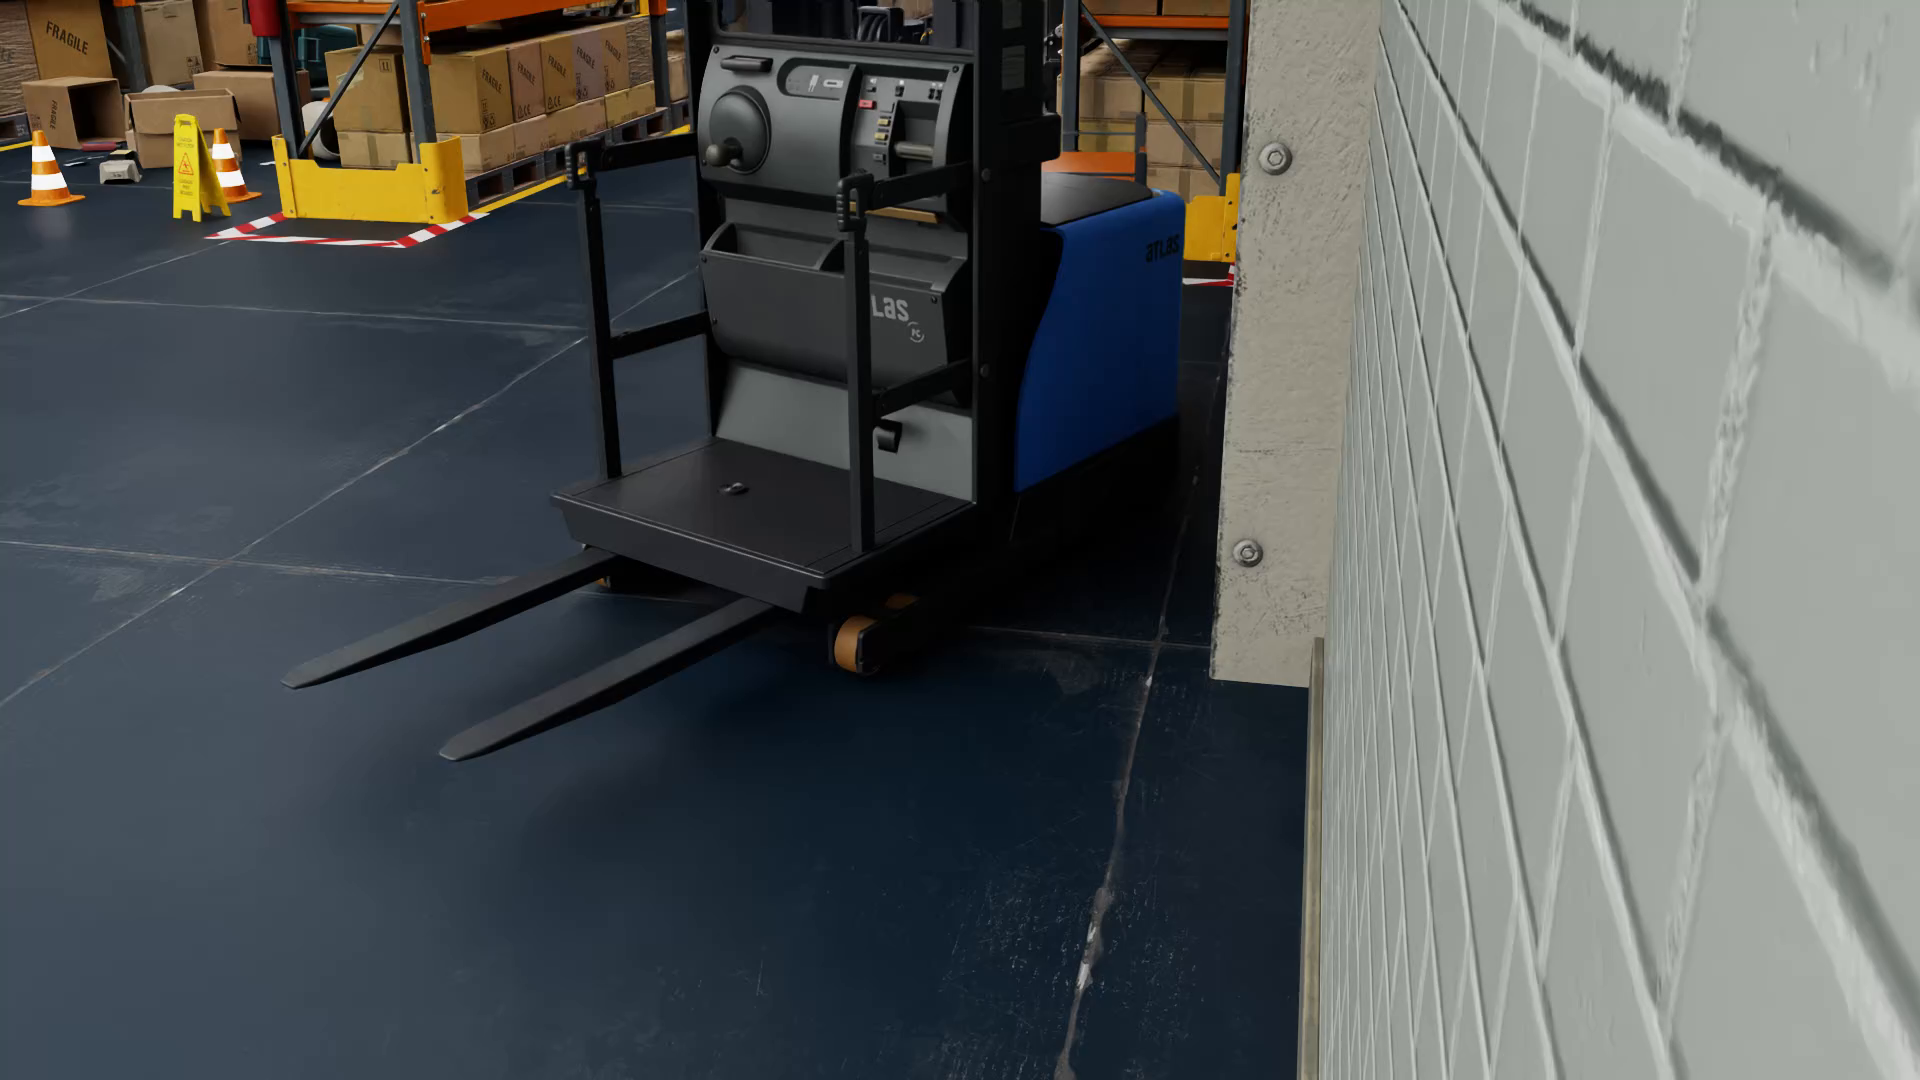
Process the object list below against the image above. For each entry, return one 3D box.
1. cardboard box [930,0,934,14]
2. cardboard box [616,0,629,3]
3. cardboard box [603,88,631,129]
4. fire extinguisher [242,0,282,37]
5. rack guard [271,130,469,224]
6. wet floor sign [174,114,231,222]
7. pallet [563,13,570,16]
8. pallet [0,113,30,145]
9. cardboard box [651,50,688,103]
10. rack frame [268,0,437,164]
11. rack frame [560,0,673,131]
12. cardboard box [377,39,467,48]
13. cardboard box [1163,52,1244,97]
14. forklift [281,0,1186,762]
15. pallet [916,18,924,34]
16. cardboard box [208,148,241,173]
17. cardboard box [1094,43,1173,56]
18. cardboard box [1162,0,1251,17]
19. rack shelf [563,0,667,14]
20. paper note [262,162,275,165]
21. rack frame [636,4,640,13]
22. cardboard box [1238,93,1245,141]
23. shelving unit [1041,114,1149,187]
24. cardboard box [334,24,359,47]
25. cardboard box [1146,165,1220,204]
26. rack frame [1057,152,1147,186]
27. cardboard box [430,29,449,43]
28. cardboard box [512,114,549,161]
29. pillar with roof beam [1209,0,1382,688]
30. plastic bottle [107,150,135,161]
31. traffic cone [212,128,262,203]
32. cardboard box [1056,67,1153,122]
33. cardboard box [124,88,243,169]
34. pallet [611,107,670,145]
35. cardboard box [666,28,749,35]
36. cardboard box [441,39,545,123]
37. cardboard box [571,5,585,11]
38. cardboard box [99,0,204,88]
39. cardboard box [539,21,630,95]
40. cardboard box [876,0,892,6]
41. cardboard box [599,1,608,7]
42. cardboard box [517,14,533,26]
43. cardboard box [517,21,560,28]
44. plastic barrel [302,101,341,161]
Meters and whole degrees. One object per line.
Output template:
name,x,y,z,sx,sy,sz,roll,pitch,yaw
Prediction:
cardboard box,-0.732,-7.730,23.578,0.875,0.438,0.875,5,22,12
cardboard box,-5.240,-8.210,25.158,0.380,0.149,0.250,5,23,13
cardboard box,-2.922,-3.406,13.094,0.500,0.250,0.500,4,22,9
fire extinguisher,-4.256,-3.414,10.097,0.296,0.674,0.183,4,22,11
rack guard,-3.766,-2.324,10.636,1.175,0.500,0.348,4,22,11
wet floor sign,-4.868,-2.376,10.569,0.267,0.644,0.232,13,25,29
pallet,-6.097,-7.140,22.979,1.003,0.211,1.213,4,22,11
pallet,-8.311,-3.246,13.311,1.003,0.211,1.213,4,22,11
cardboard box,-2.861,-4.087,14.621,0.950,0.372,0.625,5,22,12
rack frame,-3.782,-3.456,10.100,1.000,3.000,0.127,4,22,11
rack frame,-2.966,-4.919,13.732,1.000,3.000,0.127,4,22,11
cardboard box,-3.771,-3.227,11.646,0.500,0.500,0.500,5,23,13
cardboard box,1.572,-2.989,10.719,0.500,0.250,0.500,4,22,11
forklift,-0.505,-1.190,4.564,1.130,2.935,3.031,15,27,33
pallet,-1.102,-6.824,22.193,1.003,0.211,1.213,4,22,11
cardboard box,-5.492,-2.767,12.204,0.380,0.149,0.250,18,28,38
cardboard box,1.169,-3.212,11.273,0.500,0.250,0.500,4,22,10
cardboard box,1.451,-3.286,9.542,0.500,0.500,0.500,5,23,13
rack shelf,-2.558,-5.317,15.682,1.077,0.370,4.000,4,22,11
paper note,-5.218,-2.870,12.634,0.148,0.019,0.142,13,25,29
rack frame,-5.384,-9.648,25.474,1.000,3.000,0.127,4,22,11
cardboard box,1.586,-2.758,10.816,0.500,0.250,0.500,5,22,12
shelving unit,0.475,-1.066,6.673,0.538,1.125,1.048,2,22,5
cardboard box,-7.228,-5.658,18.015,1.050,0.750,0.750,4,22,10
cardboard box,1.370,-2.163,10.008,0.500,0.250,0.500,5,22,11
rack frame,0.424,-0.877,6.204,0.500,1.125,0.032,2,22,5
cardboard box,-3.810,-3.568,11.624,0.380,0.149,0.250,5,22,12
cardboard box,-3.235,-2.836,11.677,0.500,0.250,0.500,5,23,13
pillar with roof beam,-3.336,-4.182,3.871,9.100,9.000,0.400,4,22,11
plastic bottle,-6.452,-2.962,12.807,0.133,0.061,0.283,-3,22,-8
traffic cone,-4.957,-2.535,11.208,0.336,0.463,0.334,4,22,11
cardboard box,0.867,-2.655,9.889,0.500,0.250,0.500,5,23,13
cardboard box,-5.902,-3.134,12.640,0.797,0.503,0.637,-11,25,-26
pallet,-3.068,-3.377,13.636,1.003,0.211,1.213,4,22,11
cardboard box,-2.417,-4.882,16.594,0.950,0.372,0.625,4,22,10
cardboard box,-3.240,-3.198,11.572,0.500,0.500,0.500,4,22,9
cardboard box,-5.586,-7.644,23.752,0.380,0.149,0.250,4,22,9
cardboard box,-7.794,-4.645,15.500,1.050,0.750,0.750,4,22,11
cardboard box,-2.926,-3.763,12.977,0.500,0.500,0.500,5,22,12
cardboard box,-1.382,-6.821,20.737,0.875,0.875,0.875,5,23,13
cardboard box,-5.407,-7.931,24.464,0.380,0.149,0.250,3,22,9
cardboard box,-3.538,-4.063,12.852,0.380,0.149,0.250,5,23,13
cardboard box,-3.448,-3.794,13.054,0.500,0.500,0.500,5,23,13
plastic barrel,-4.843,-3.132,12.743,0.421,0.421,0.512,-16,27,-35
